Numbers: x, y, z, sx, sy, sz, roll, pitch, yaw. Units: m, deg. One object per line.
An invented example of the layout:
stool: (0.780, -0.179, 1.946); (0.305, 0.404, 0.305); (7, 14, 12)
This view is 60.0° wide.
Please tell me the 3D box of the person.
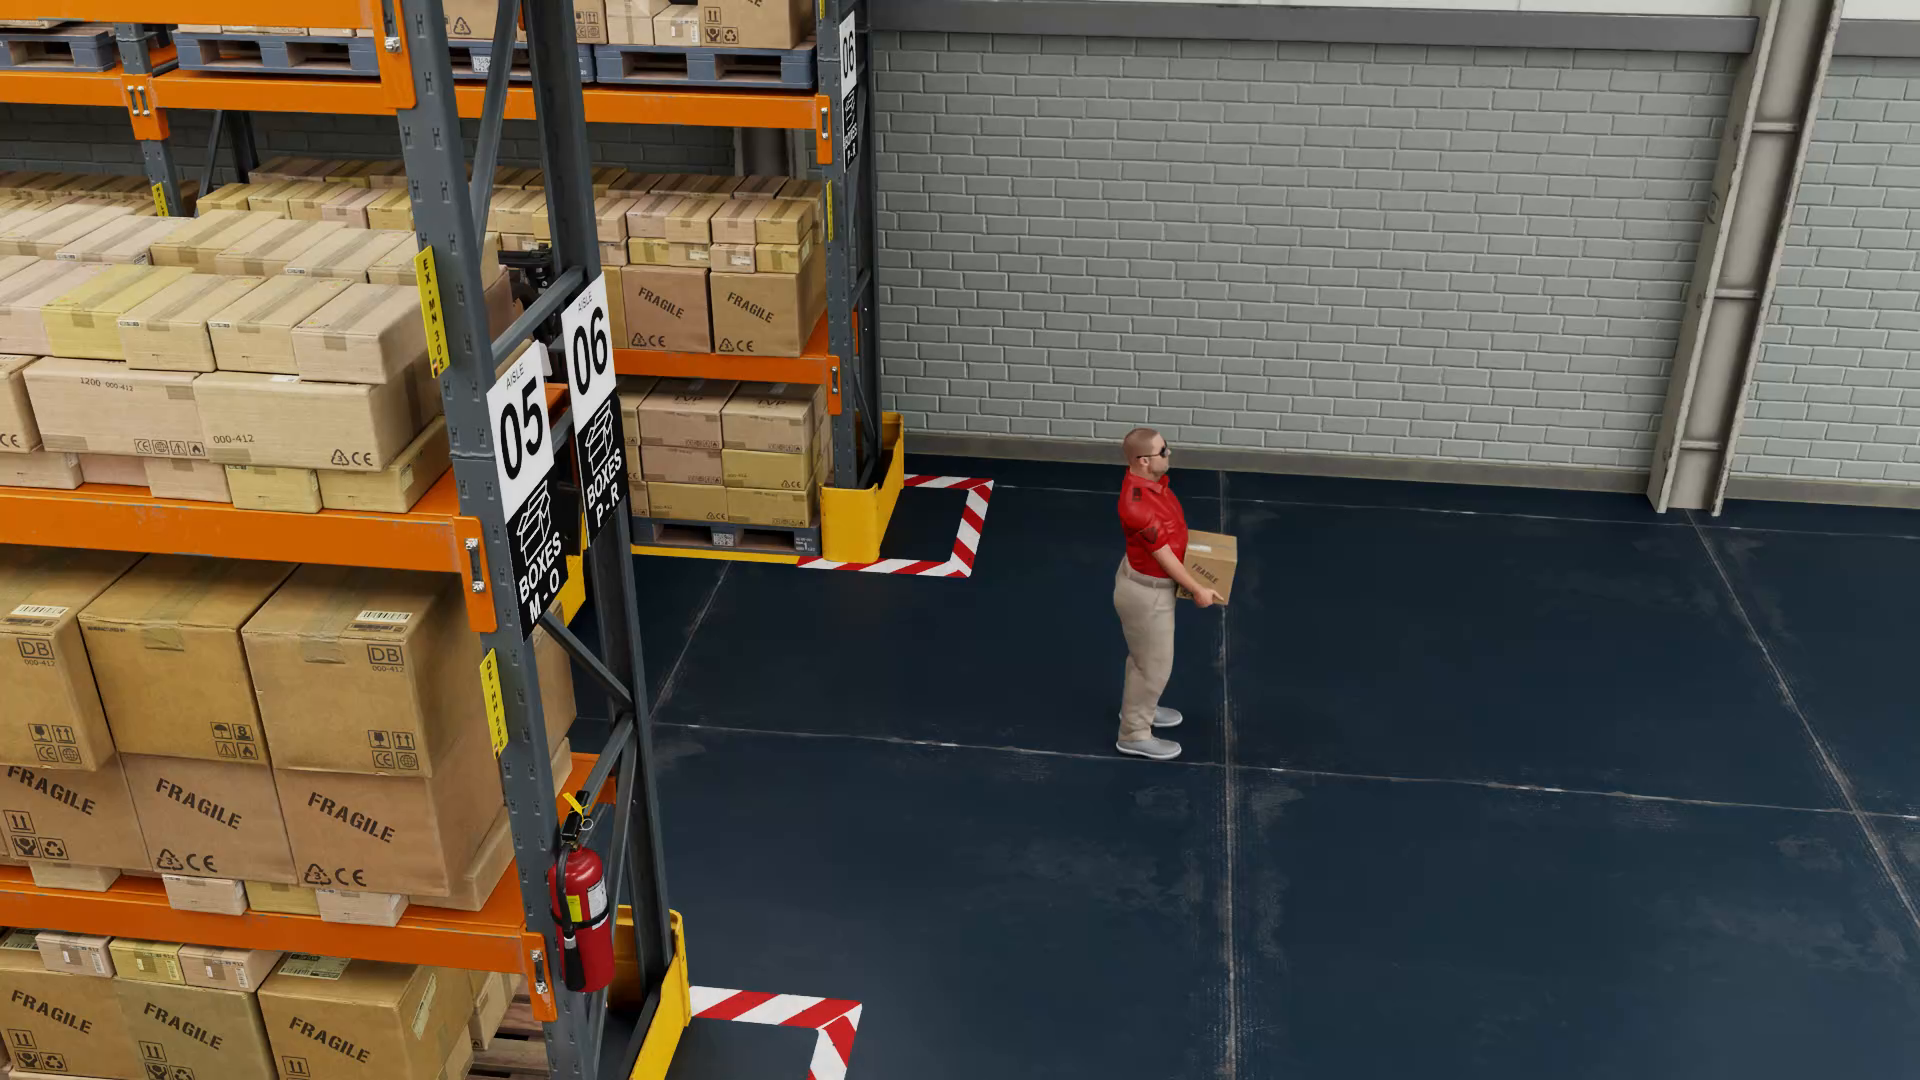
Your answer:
person: (1.024, 0.250, 8.187); (0.531, 1.712, 0.493); (4, 28, 7)
